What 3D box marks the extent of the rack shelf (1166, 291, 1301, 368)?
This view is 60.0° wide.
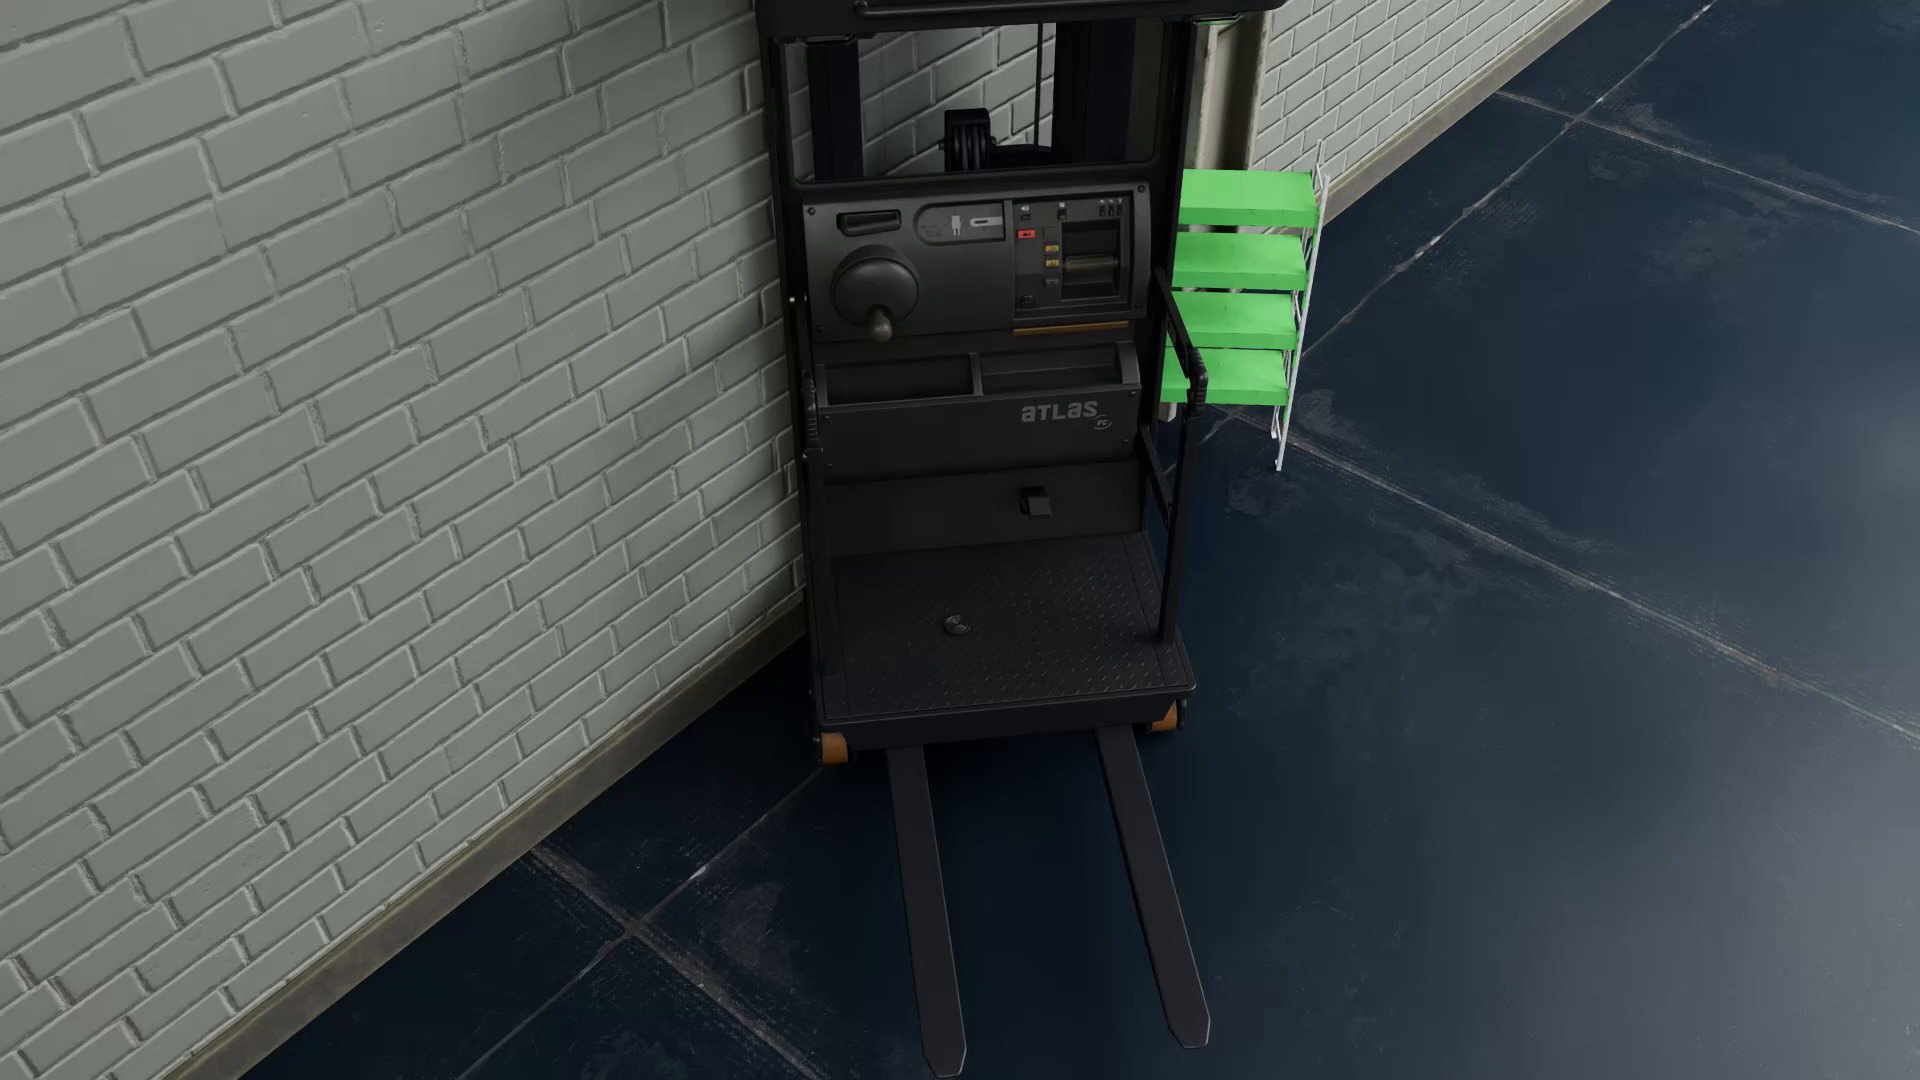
[{"bbox_3d":[0.917,-0.736,5.763,0.480,0.148,0.258,2,42,2],"label":"rack shelf"}]

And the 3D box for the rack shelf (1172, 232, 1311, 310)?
[{"bbox_3d":[0.917,-0.914,5.601,0.480,0.148,0.258,2,42,2],"label":"rack shelf"}]

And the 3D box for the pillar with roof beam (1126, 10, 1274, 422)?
[{"bbox_3d":[4.083,-2.074,1.342,9.100,9.000,0.400,29,50,28],"label":"pillar with roof beam"}]

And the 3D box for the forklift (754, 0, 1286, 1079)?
[{"bbox_3d":[0.080,-0.665,4.303,1.130,2.935,3.031,-5,43,-5],"label":"forklift"}]

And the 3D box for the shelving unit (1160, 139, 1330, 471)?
[{"bbox_3d":[0.917,-0.784,5.720,0.503,1.200,0.258,2,42,2],"label":"shelving unit"}]

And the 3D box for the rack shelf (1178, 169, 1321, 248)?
[{"bbox_3d":[0.917,-1.091,5.440,0.480,0.148,0.258,2,42,2],"label":"rack shelf"}]

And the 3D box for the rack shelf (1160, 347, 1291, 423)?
[{"bbox_3d":[0.917,-0.559,5.924,0.480,0.148,0.258,2,42,2],"label":"rack shelf"}]

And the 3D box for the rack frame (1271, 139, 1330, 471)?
[{"bbox_3d":[1.161,-0.775,5.711,0.015,1.200,0.240,2,42,2],"label":"rack frame"}]
